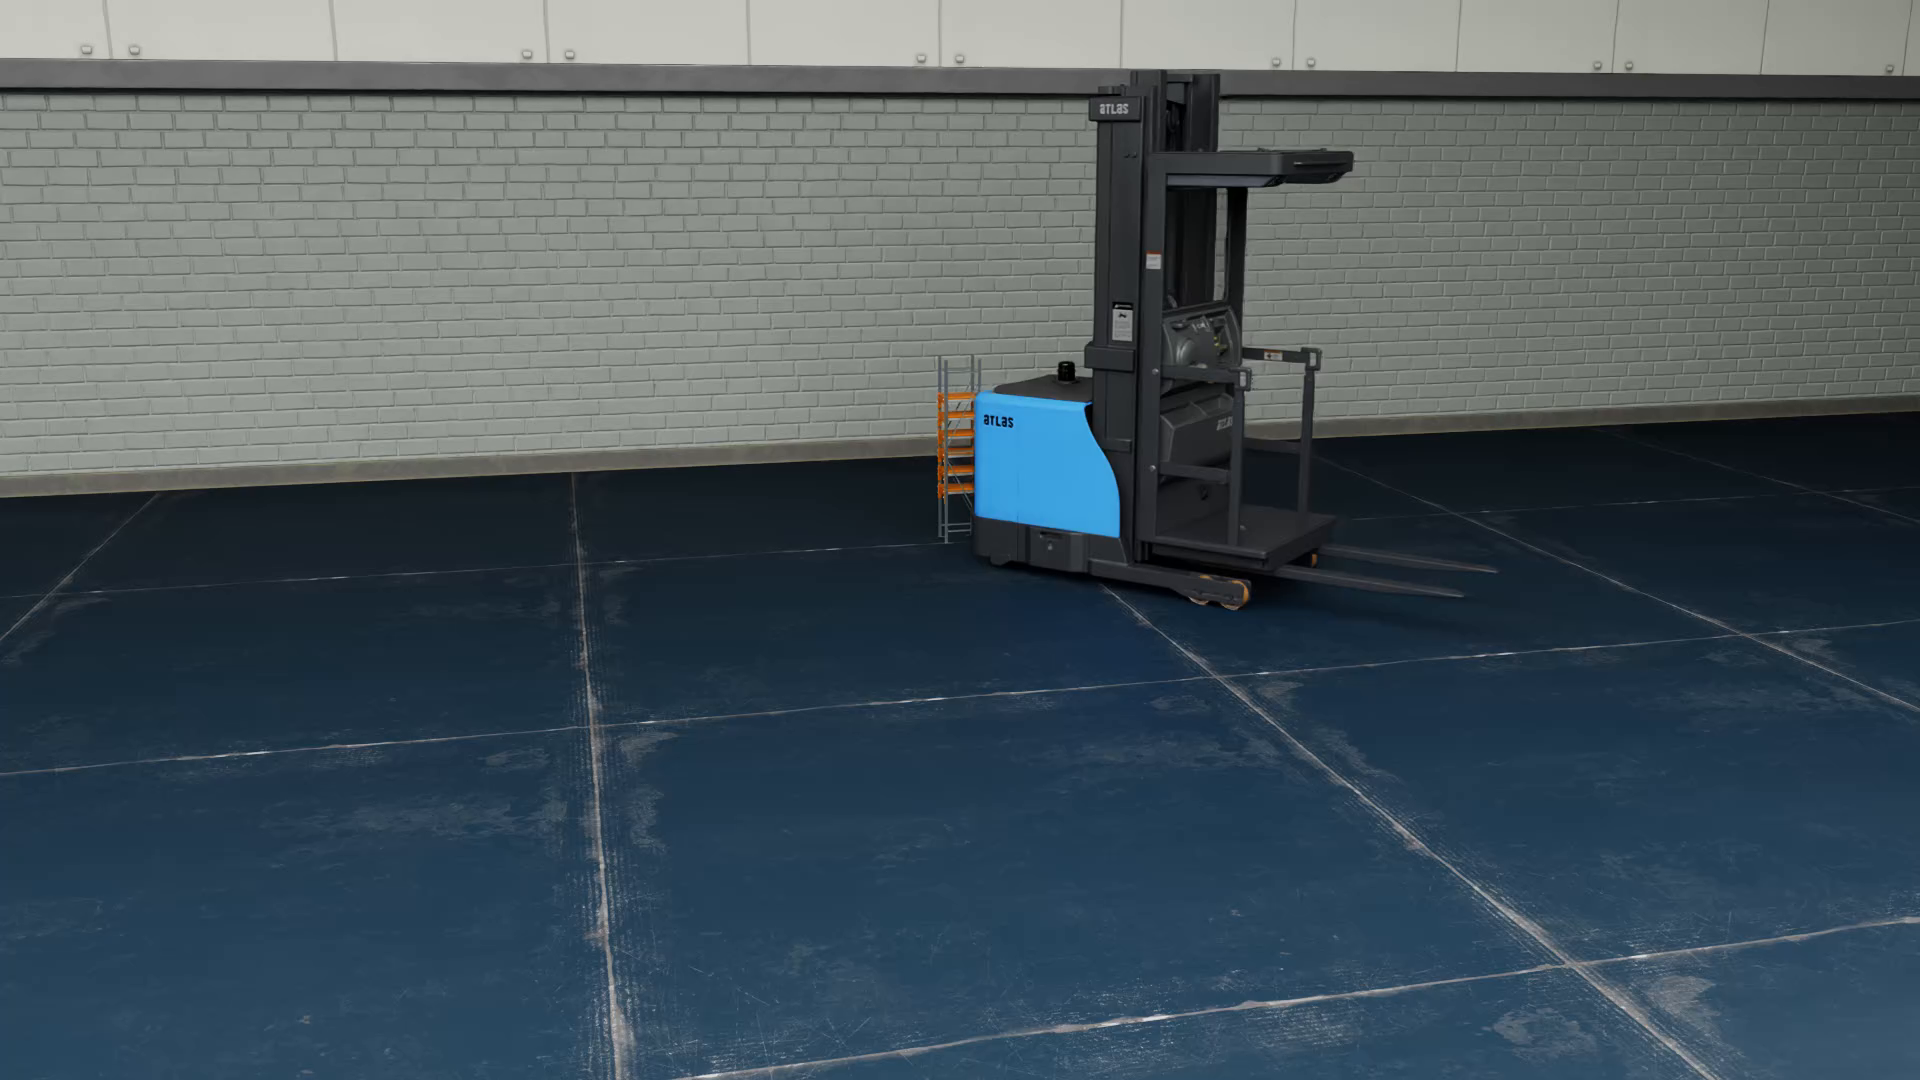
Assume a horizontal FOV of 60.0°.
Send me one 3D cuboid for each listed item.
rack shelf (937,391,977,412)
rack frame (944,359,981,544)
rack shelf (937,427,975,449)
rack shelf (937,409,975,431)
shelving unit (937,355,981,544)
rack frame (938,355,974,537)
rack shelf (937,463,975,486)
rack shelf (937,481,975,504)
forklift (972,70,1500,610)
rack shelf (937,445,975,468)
[{"bbox_3d":[-0.003,-0.893,10.723,0.258,0.103,0.180,-3,14,-13],"label":"rack shelf"},{"bbox_3d":[0.018,-0.565,10.712,0.240,1.200,0.006,-3,14,-13],"label":"rack frame"},{"bbox_3d":[-0.003,-0.660,10.780,0.258,0.103,0.180,-3,14,-13],"label":"rack shelf"},{"bbox_3d":[-0.003,-0.776,10.752,0.258,0.103,0.180,-3,14,-13],"label":"rack shelf"},{"bbox_3d":[-0.003,-0.586,10.798,0.258,1.200,0.189,-3,14,-13],"label":"shelving unit"},{"bbox_3d":[-0.025,-0.607,10.885,0.240,1.200,0.006,-3,14,-13],"label":"rack frame"},{"bbox_3d":[-0.003,-0.426,10.837,0.258,0.103,0.180,-3,14,-13],"label":"rack shelf"},{"bbox_3d":[-0.003,-0.310,10.866,0.258,0.103,0.180,-3,14,-13],"label":"rack shelf"},{"bbox_3d":[1.582,-1.175,9.562,3.031,2.935,1.130,9,16,33],"label":"forklift"},{"bbox_3d":[-0.003,-0.543,10.809,0.258,0.103,0.180,-3,14,-13],"label":"rack shelf"}]
